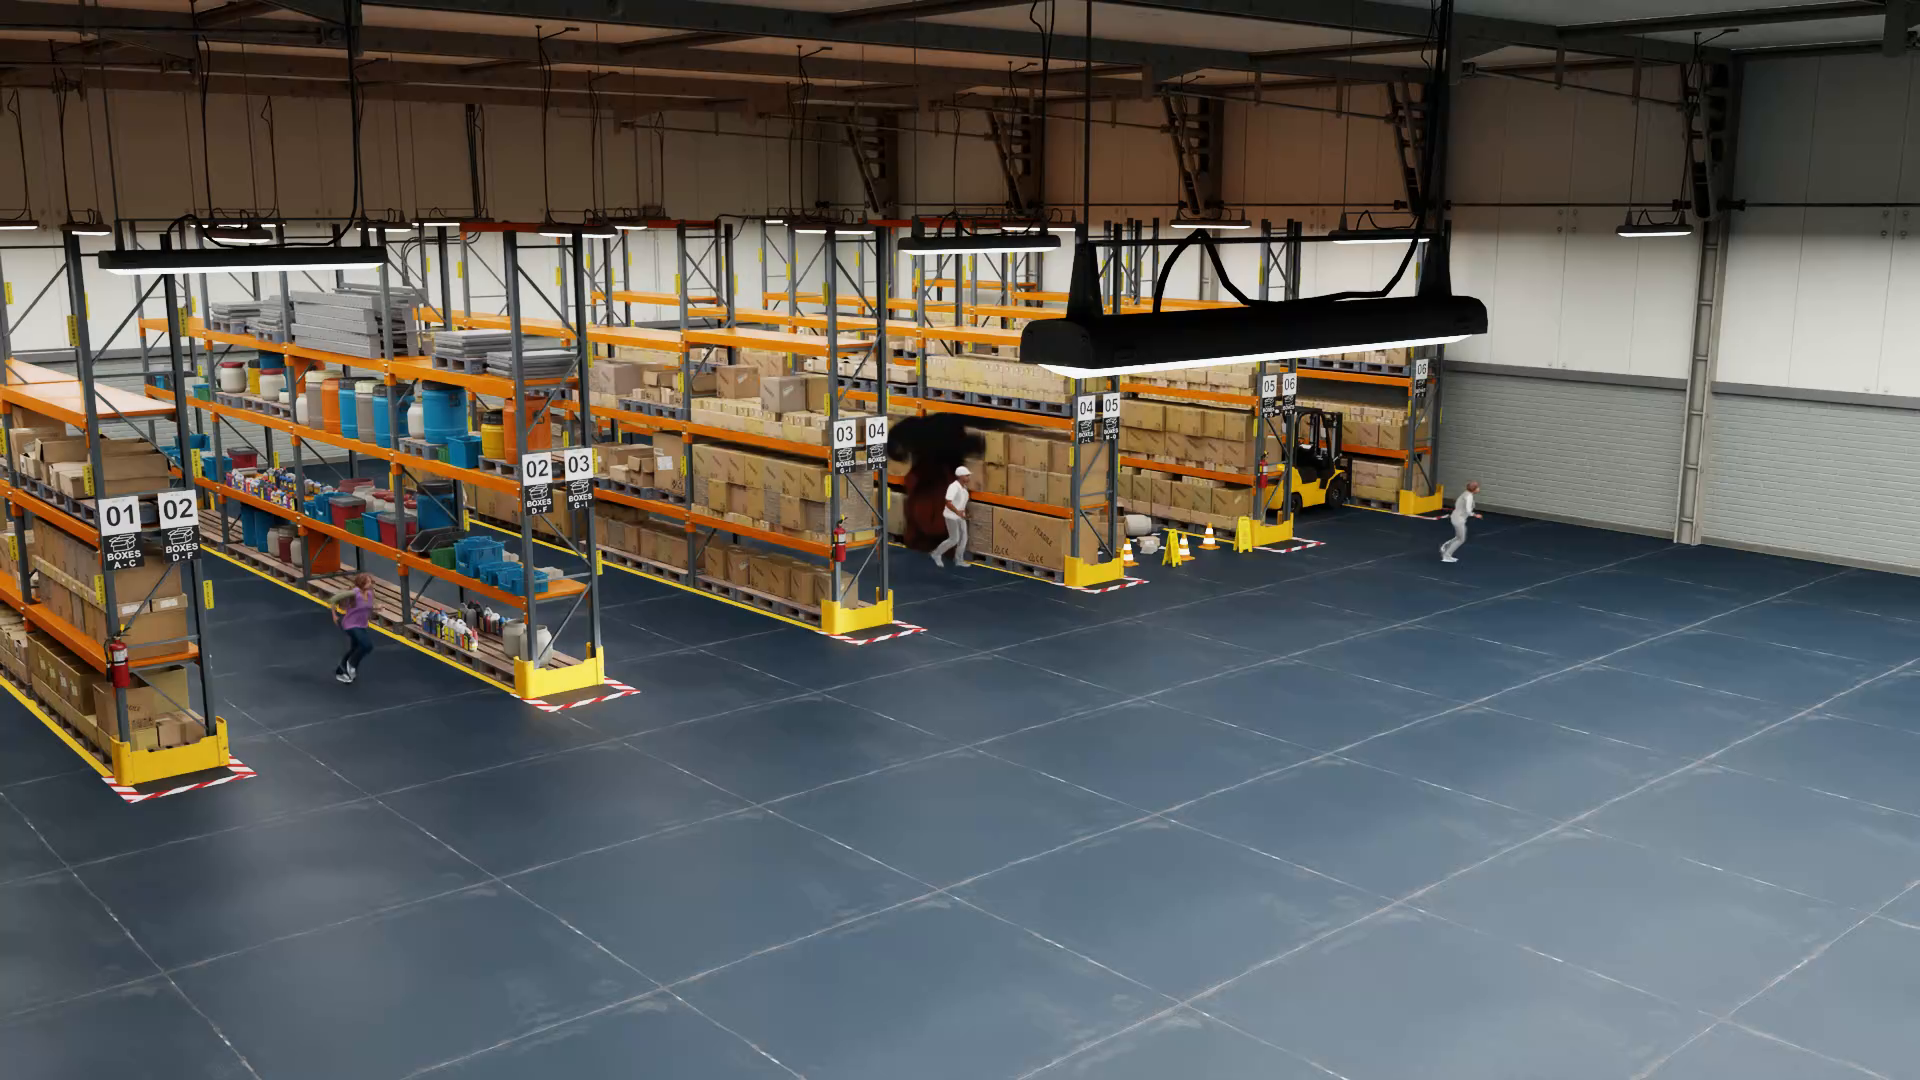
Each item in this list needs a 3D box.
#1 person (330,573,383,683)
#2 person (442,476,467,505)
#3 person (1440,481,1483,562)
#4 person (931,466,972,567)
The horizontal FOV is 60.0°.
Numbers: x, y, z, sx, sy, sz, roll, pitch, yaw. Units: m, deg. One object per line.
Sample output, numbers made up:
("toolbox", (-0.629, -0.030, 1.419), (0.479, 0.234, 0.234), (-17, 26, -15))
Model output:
("person", (-8.027, 1.182, 22.119), (0.783, 1.515, 0.543), (4, 12, 18))
("person", (-9.037, -0.466, 29.523), (0.748, 1.718, 0.695), (8, 14, 35))
("person", (9.001, -0.333, 29.754), (0.693, 1.492, 0.524), (2, 12, 9))
("person", (-0.140, -0.381, 28.059), (0.717, 1.753, 0.702), (5, 12, 22))
